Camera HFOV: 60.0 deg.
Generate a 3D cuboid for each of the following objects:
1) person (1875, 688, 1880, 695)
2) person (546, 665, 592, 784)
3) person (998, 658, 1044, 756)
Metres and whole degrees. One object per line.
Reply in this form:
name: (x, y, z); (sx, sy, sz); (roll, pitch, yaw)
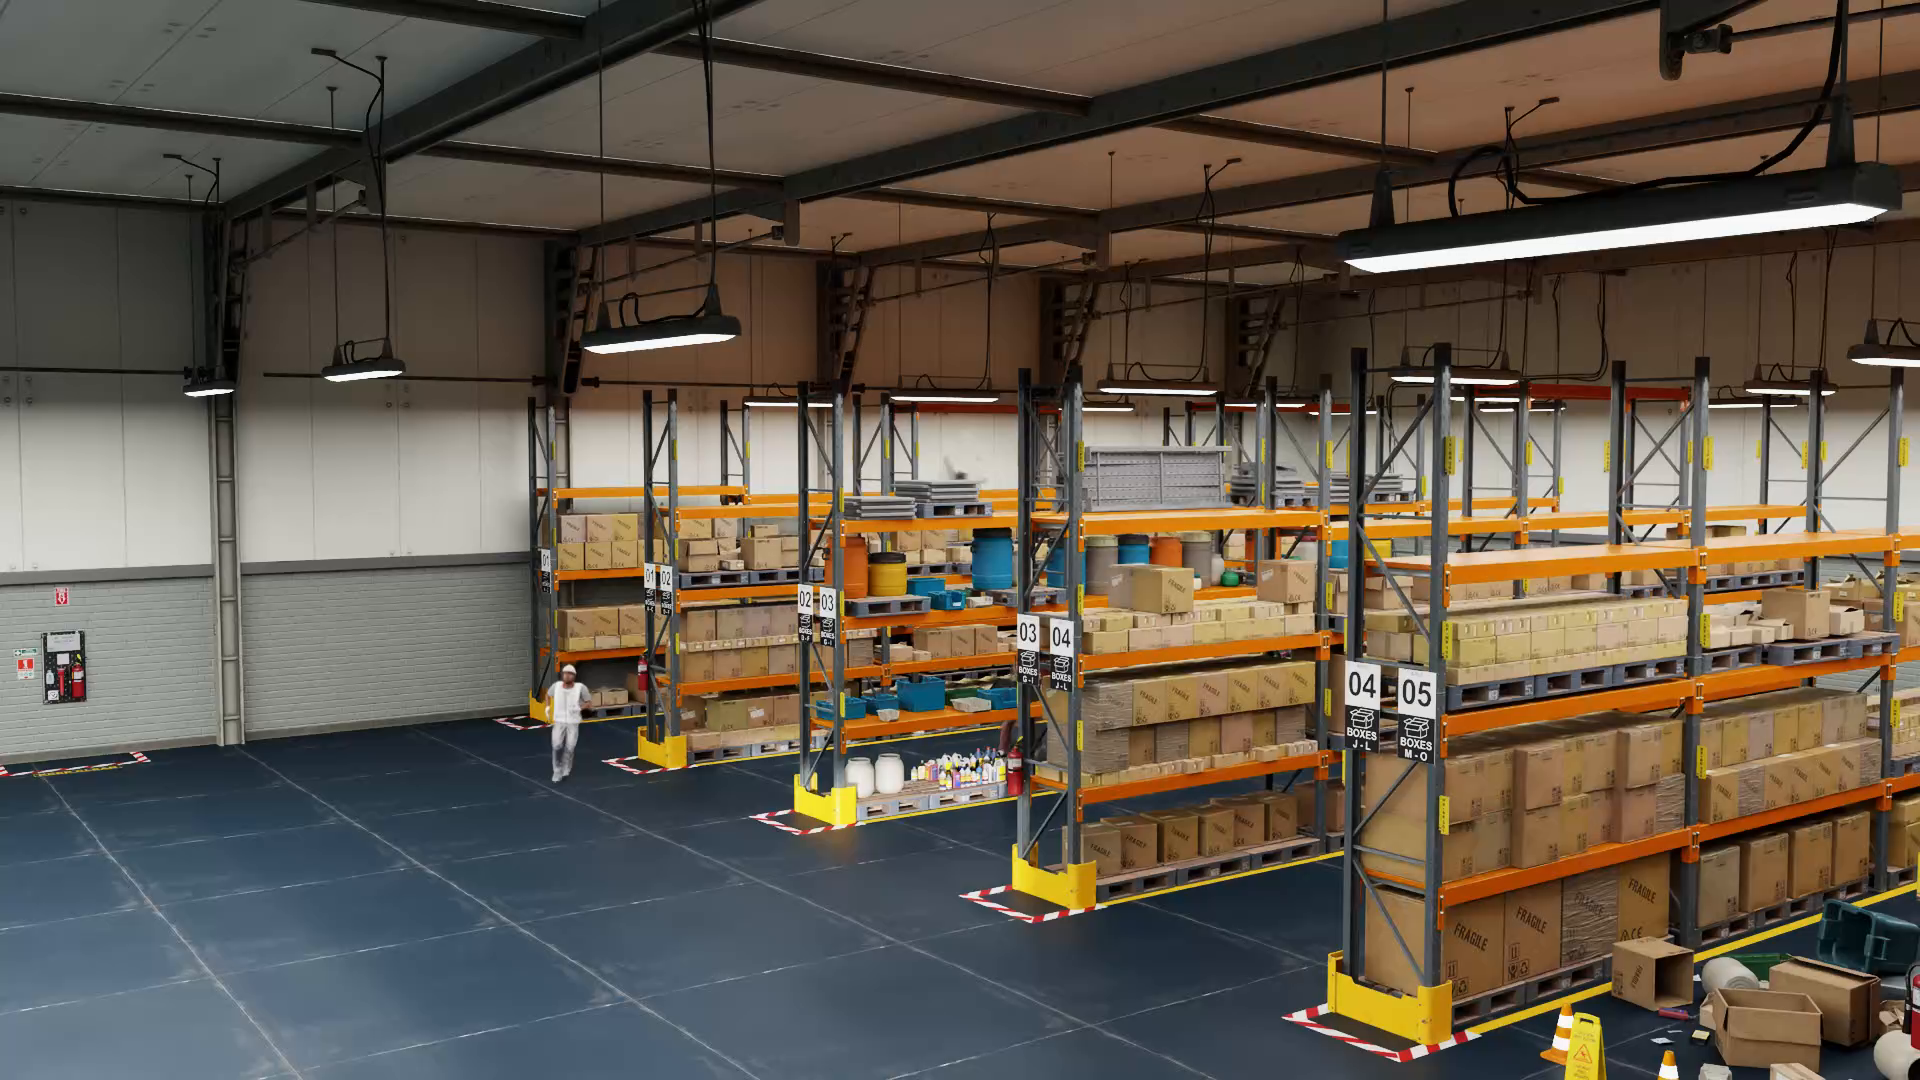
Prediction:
person: (12.999, 2.953, 23.360); (0.749, 1.761, 0.580); (-2, 4, -34)
person: (-5.948, 2.794, 25.261); (0.712, 1.801, 0.618); (0, 3, -7)
person: (0.931, 2.723, 26.750); (0.964, 1.659, 0.573); (-2, 4, -36)
